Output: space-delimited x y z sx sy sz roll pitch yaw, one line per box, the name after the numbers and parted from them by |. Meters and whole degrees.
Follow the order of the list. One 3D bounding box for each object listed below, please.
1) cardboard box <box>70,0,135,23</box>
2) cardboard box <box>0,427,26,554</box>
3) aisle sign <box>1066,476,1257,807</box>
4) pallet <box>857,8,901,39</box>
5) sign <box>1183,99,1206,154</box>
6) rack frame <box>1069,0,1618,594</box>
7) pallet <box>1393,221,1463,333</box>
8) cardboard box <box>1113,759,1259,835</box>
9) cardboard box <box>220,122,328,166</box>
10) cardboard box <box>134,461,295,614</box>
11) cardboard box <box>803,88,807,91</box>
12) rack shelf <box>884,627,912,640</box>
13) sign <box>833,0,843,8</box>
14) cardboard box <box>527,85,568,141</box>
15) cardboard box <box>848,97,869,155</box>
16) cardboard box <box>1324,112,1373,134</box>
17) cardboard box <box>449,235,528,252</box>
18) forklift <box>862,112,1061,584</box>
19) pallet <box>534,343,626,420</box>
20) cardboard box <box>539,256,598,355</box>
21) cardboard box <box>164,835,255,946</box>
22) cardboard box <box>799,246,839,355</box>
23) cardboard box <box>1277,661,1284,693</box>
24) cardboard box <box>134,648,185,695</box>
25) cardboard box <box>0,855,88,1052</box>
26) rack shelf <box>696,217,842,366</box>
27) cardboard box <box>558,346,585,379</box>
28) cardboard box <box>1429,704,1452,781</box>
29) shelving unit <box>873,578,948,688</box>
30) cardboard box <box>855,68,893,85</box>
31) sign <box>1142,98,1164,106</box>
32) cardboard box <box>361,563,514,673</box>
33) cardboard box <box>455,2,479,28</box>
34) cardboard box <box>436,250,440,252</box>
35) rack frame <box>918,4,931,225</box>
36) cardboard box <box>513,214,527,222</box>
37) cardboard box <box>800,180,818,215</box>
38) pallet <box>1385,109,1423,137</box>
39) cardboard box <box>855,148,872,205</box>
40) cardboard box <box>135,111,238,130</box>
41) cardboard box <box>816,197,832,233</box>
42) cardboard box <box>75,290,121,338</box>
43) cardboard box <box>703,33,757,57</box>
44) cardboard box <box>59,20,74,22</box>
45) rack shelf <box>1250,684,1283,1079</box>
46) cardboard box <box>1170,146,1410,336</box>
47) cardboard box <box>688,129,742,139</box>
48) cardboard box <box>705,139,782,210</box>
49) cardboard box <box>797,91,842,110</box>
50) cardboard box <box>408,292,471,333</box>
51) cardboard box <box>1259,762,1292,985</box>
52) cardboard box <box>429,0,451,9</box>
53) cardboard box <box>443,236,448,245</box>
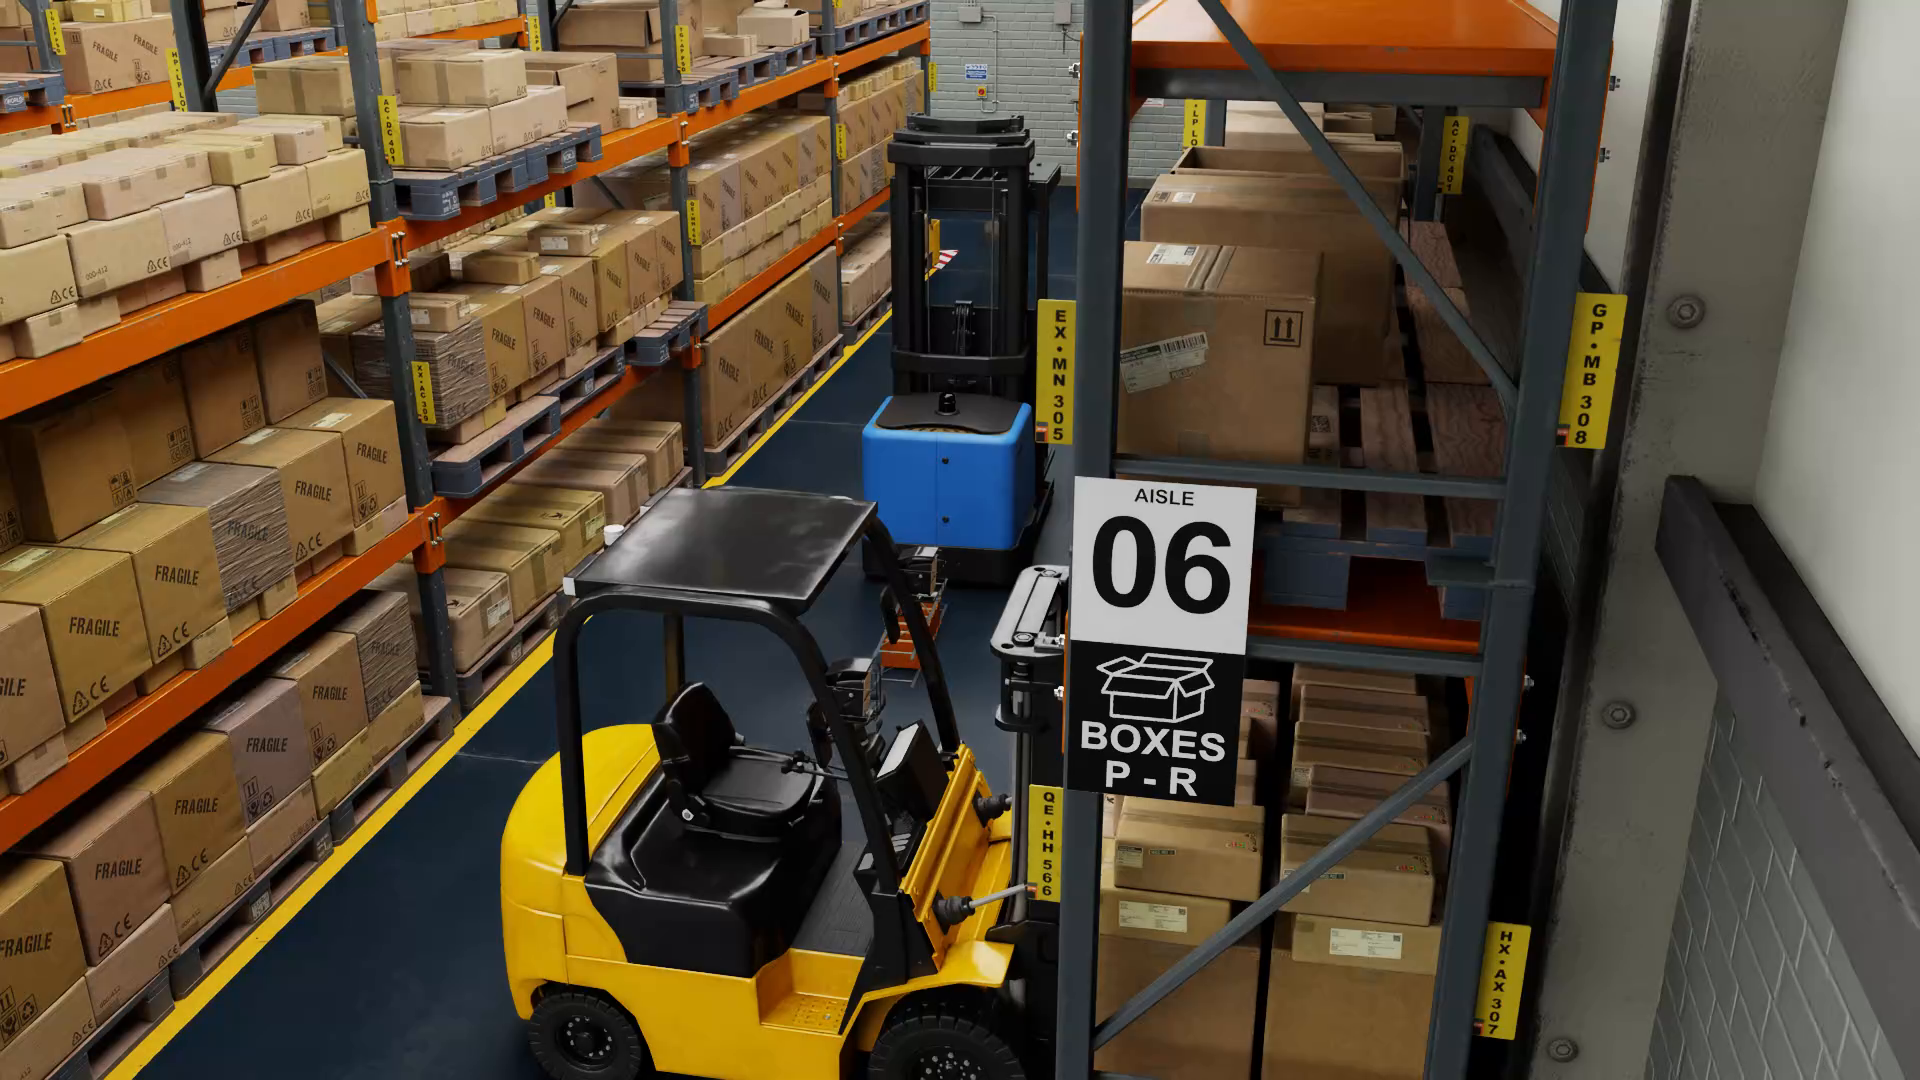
-6.890 -4.306 13.357 0.396 0.266 0.258 4 22 11 | cardboard box
-4.109 -0.162 6.371 0.700 0.500 0.500 4 22 10 | cardboard box
0.445 0.241 3.760 0.394 0.787 0.004 4 22 11 | aisle sign
-1.237 -5.414 17.385 1.003 0.211 1.213 4 22 11 | pallet
1.029 -1.833 7.261 0.100 0.325 0.005 4 22 11 | sign
0.746 -1.338 3.129 1.000 3.000 0.127 4 22 11 | rack frame
1.414 -1.054 6.559 1.003 0.211 1.213 4 22 11 | pallet
0.633 0.720 4.650 0.380 0.149 0.250 4 22 11 | cardboard box
-3.126 -1.806 7.576 0.380 0.149 0.250 4 22 10 | cardboard box
-3.344 -0.019 7.353 0.500 0.500 0.500 5 22 12 | cardboard box
-1.693 -4.447 16.540 0.380 0.149 0.250 4 22 11 | cardboard box
-0.324 0.622 10.049 0.258 0.180 0.103 4 22 9 | rack shelf
-1.132 -5.060 15.274 0.100 0.325 0.005 4 22 11 | sign
-2.602 -2.466 9.585 0.500 0.250 0.500 4 22 10 | cardboard box
-1.222 -4.171 16.722 0.500 0.500 0.500 4 22 10 | cardboard box
2.019 -2.220 8.953 0.380 0.166 0.250 4 22 11 | cardboard box
-3.001 -1.704 10.975 0.500 0.500 0.500 5 22 12 | cardboard box
0.108 -1.589 11.875 1.130 2.935 3.031 4 22 9 | forklift
-2.845 -1.042 10.681 1.003 0.211 1.213 4 22 11 | pallet
-2.611 -1.475 10.407 0.500 0.500 0.500 4 22 9 | cardboard box
-3.468 1.488 7.262 0.500 0.250 0.500 6 23 15 | cardboard box
-1.713 -2.297 15.824 0.875 0.875 0.875 5 23 13 | cardboard box
1.024 0.455 6.574 0.500 0.500 0.500 4 22 10 | cardboard box
-3.476 0.510 6.908 0.380 0.149 0.250 4 22 9 | cardboard box
-3.674 1.518 6.183 0.500 0.500 0.500 4 22 9 | cardboard box
-2.073 -2.255 14.401 1.077 0.370 4.000 4 22 11 | rack shelf
-2.582 -1.126 10.407 0.380 0.149 0.250 5 23 13 | cardboard box
1.350 0.627 5.279 0.380 0.149 0.250 5 22 11 | cardboard box
-0.292 0.550 10.228 0.258 0.189 1.200 4 22 9 | shelving unit
-0.933 -4.977 17.856 0.380 0.149 0.250 5 22 12 | cardboard box
2.831 -6.628 24.423 0.329 0.494 0.001 4 22 11 | sign
-3.193 0.437 9.708 0.950 0.372 0.625 5 22 12 | cardboard box
-5.760 -5.892 18.653 0.500 0.250 0.500 5 23 13 | cardboard box
-6.029 -3.168 18.560 0.380 0.149 0.250 6 23 13 | cardboard box
-0.849 -4.783 19.716 1.000 3.000 0.127 4 22 11 | rack frame
-5.544 -3.919 20.426 0.380 0.149 0.250 4 22 9 | cardboard box
-1.612 -3.120 15.116 0.500 0.250 0.500 5 22 12 | cardboard box
2.328 -2.529 10.357 1.213 0.211 1.003 6 23 13 | pallet
-1.206 -3.702 16.897 0.500 0.500 0.500 5 22 11 | cardboard box
-3.681 -1.949 7.932 0.380 0.149 0.250 4 22 10 | cardboard box
-1.510 -3.068 15.656 0.500 0.250 0.500 4 22 10 | cardboard box
-3.454 -0.876 6.334 0.380 0.149 0.250 4 22 9 | cardboard box
-1.904 -4.095 13.743 0.380 0.166 0.250 6 23 15 | cardboard box
-7.391 -4.048 13.740 0.500 0.500 0.500 4 22 11 | cardboard box
1.155 1.047 6.201 1.077 0.370 4.000 4 22 11 | rack shelf
1.062 -0.994 5.457 0.797 0.503 0.637 5 23 13 | cardboard box
-2.218 -3.320 14.610 0.500 0.500 0.500 4 22 10 | cardboard box
-1.822 -3.084 14.024 0.500 0.500 0.500 5 22 12 | cardboard box
-1.347 -4.227 15.994 0.380 0.149 0.250 4 22 10 | cardboard box
-2.855 -1.220 8.905 0.380 0.149 0.250 4 22 11 | cardboard box
1.204 1.047 5.106 0.500 0.500 0.500 5 23 13 | cardboard box
-5.885 -5.932 18.083 0.500 0.250 0.500 3 22 9 | cardboard box
-6.003 -3.402 18.743 0.380 0.149 0.250 4 22 9 | cardboard box
